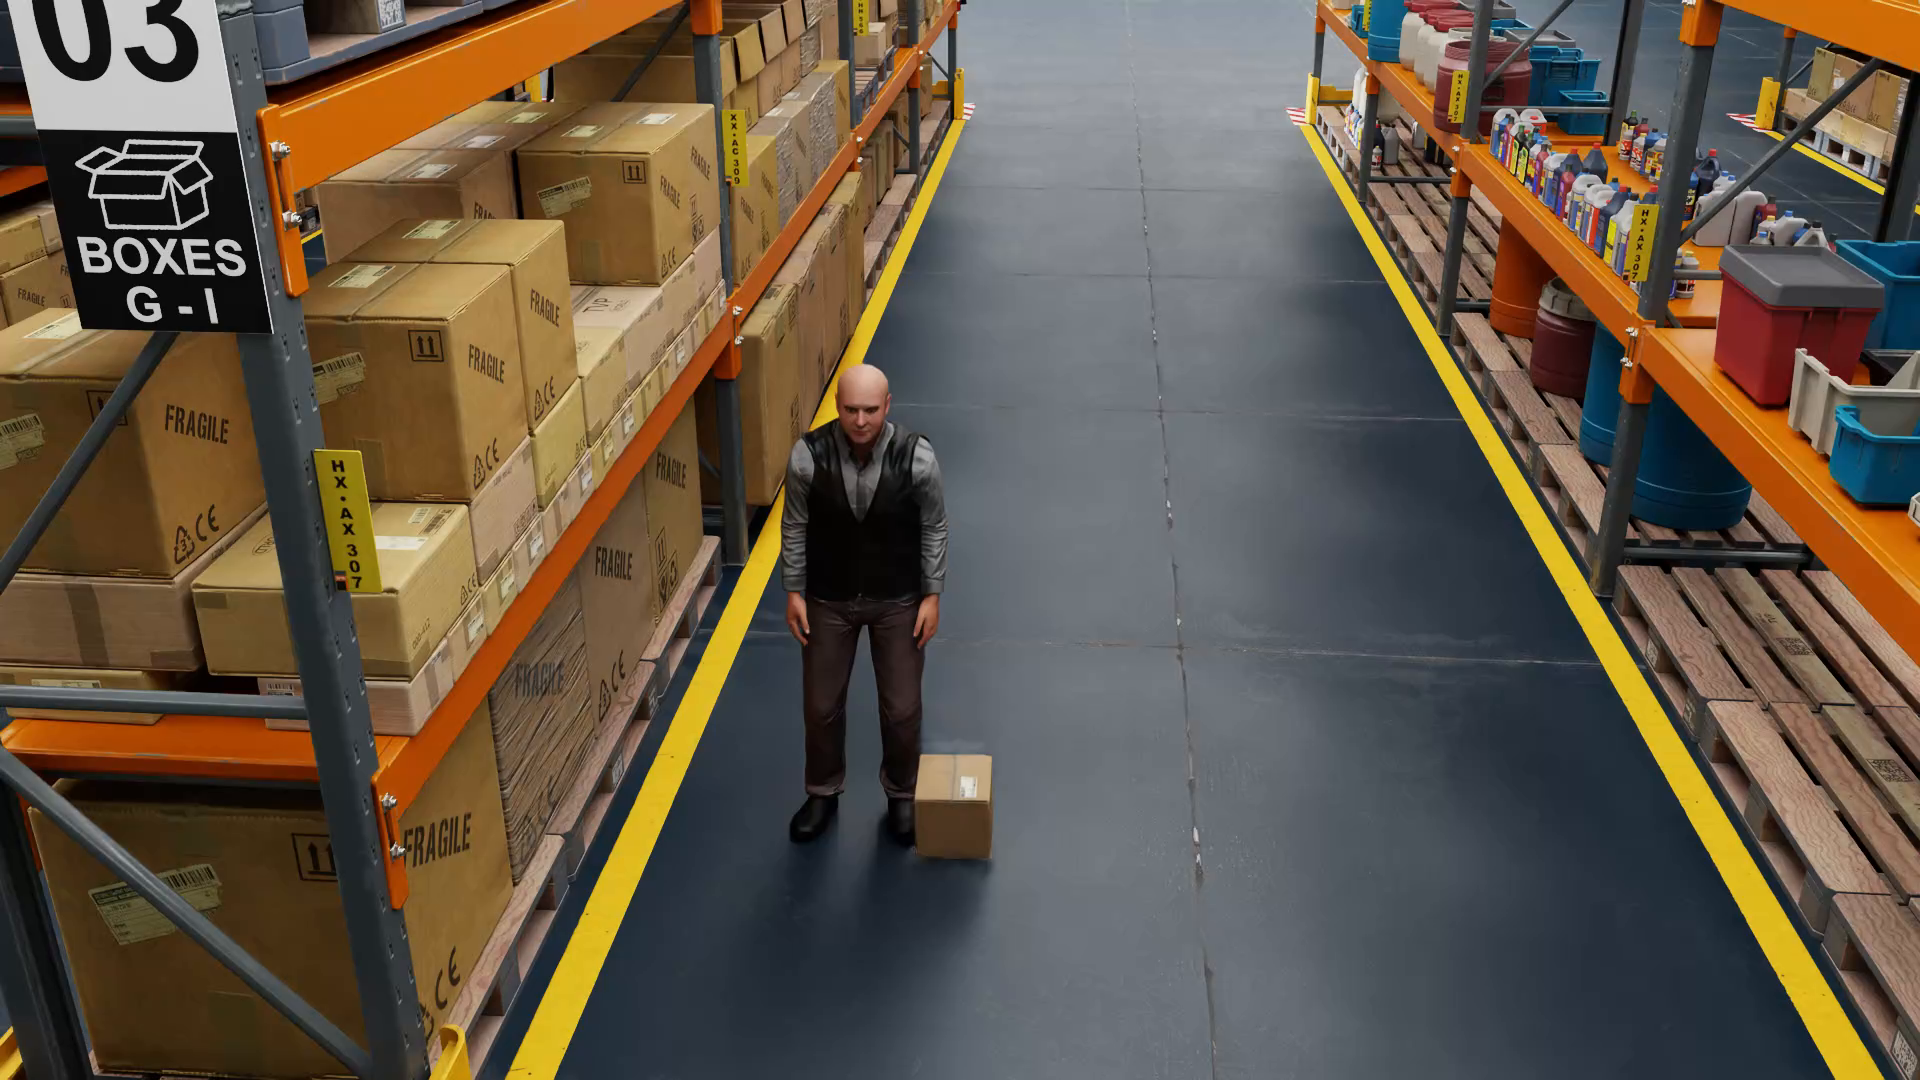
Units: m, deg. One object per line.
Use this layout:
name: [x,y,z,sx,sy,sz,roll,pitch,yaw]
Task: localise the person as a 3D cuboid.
person: [-0.322,0.204,5.681,0.568,1.722,0.417,1,24,2]
